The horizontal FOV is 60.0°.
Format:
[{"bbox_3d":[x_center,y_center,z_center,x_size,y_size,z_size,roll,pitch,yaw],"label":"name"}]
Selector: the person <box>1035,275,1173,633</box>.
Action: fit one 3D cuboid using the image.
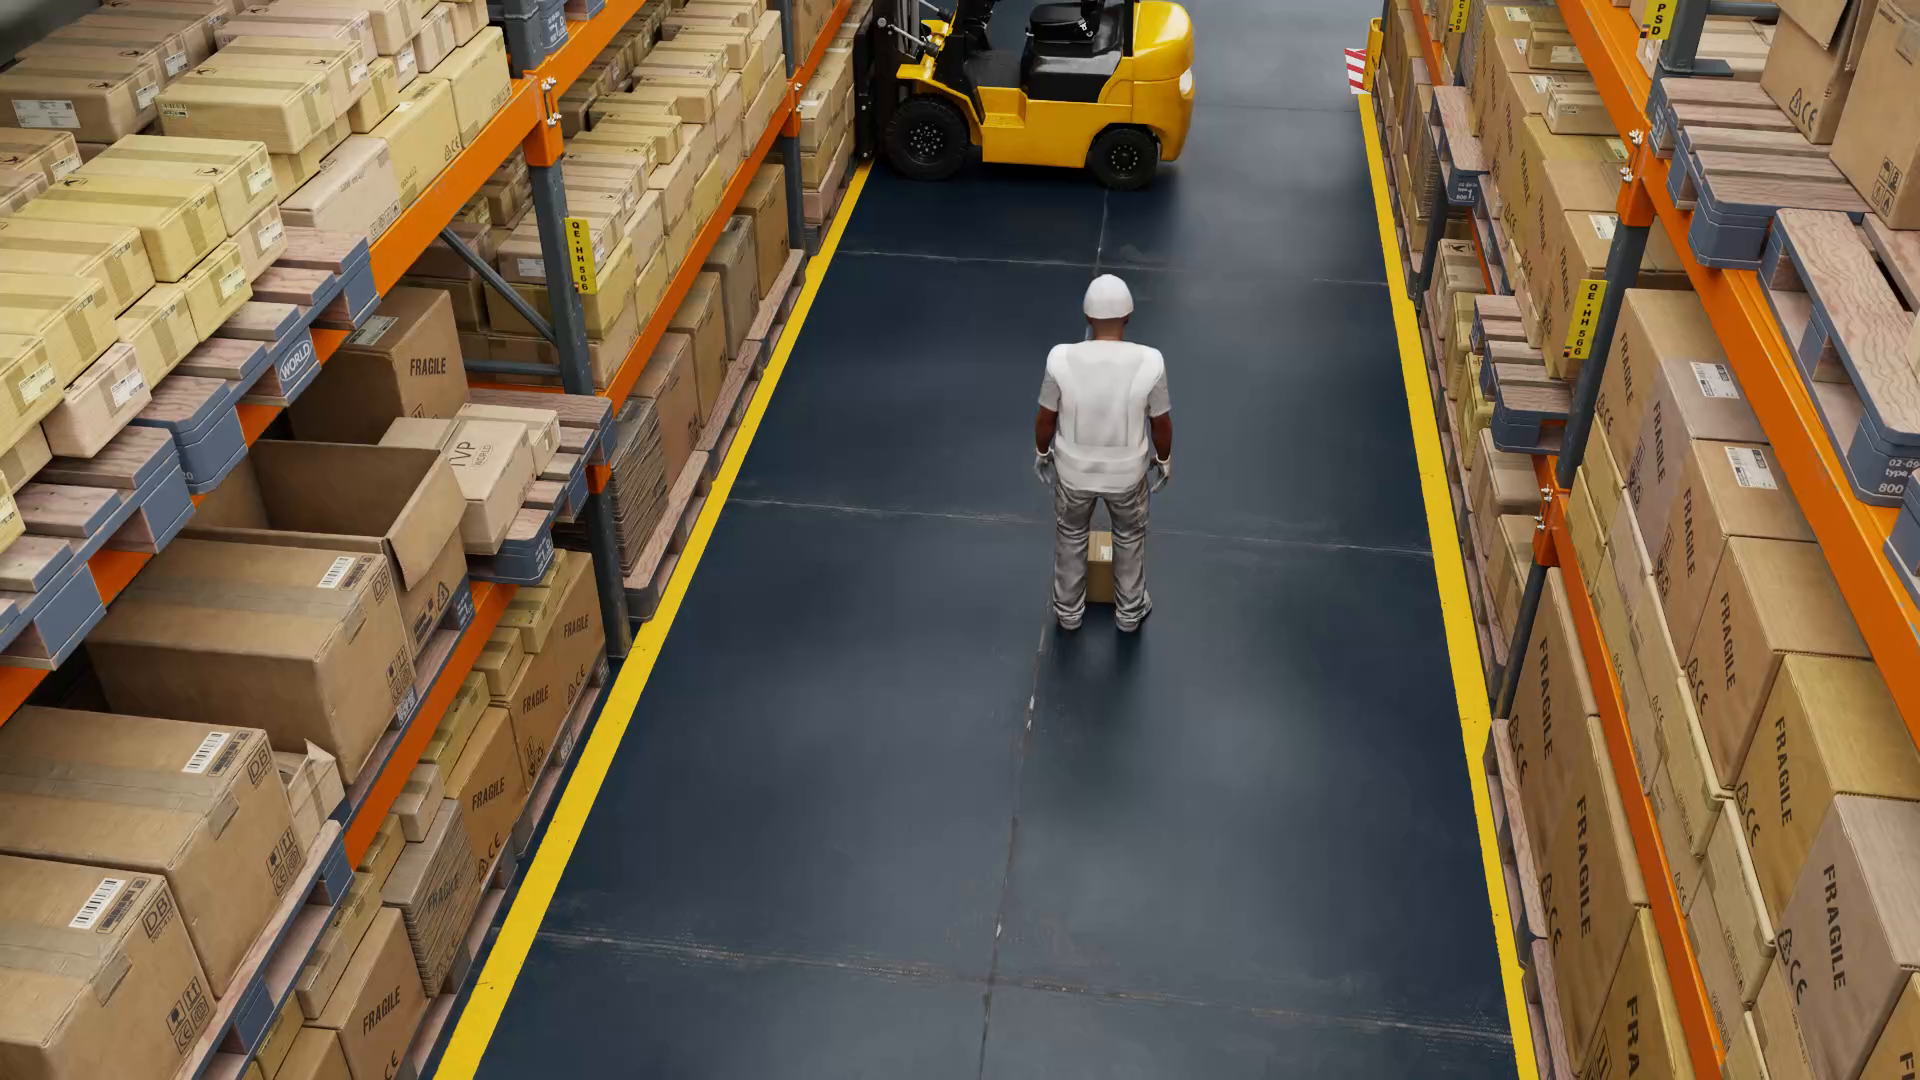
[{"bbox_3d":[0.646,-0.353,7.520,0.617,1.775,0.446,5,36,6],"label":"person"}]
